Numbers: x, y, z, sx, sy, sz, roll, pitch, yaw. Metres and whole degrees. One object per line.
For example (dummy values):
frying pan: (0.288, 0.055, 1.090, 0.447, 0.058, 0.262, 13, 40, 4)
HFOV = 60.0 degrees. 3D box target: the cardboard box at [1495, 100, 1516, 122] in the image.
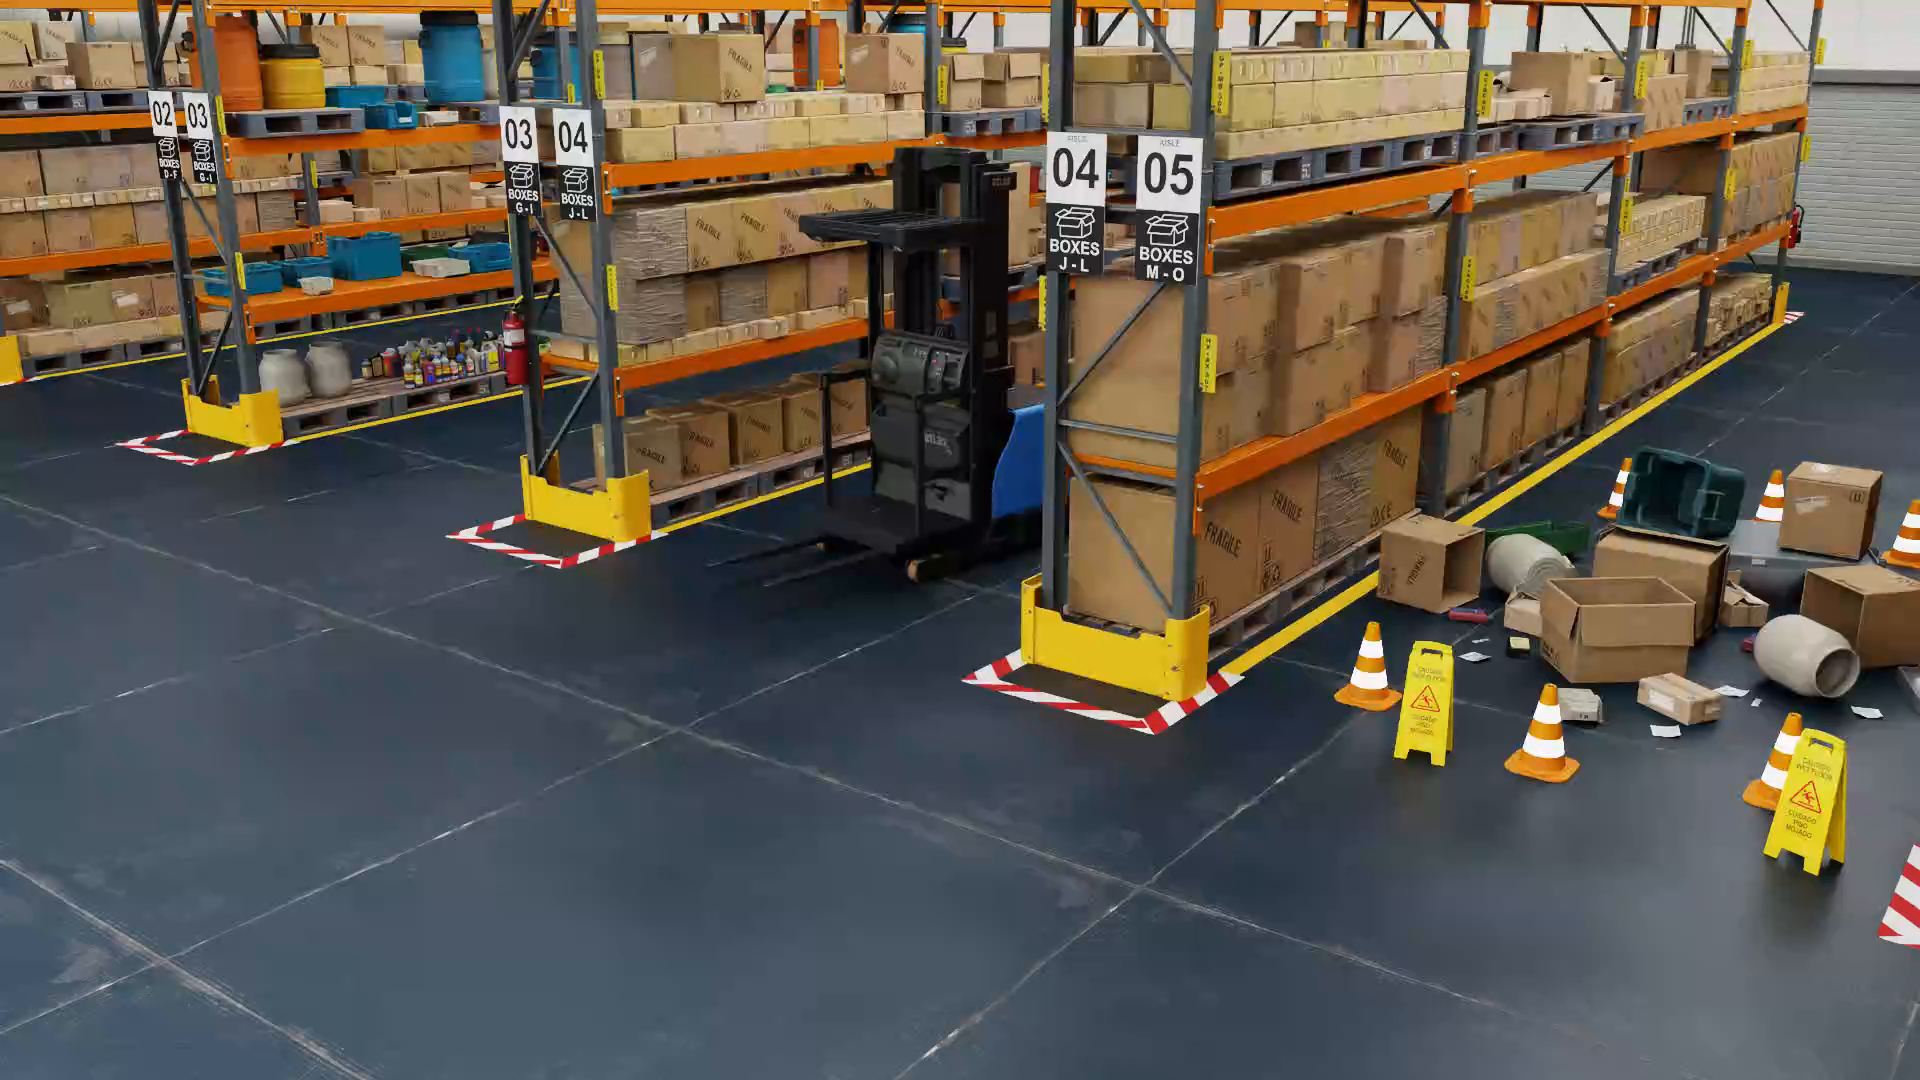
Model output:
cardboard box: (4.139, -3.347, 12.954, 0.250, 0.149, 0.380, 12, 21, 35)

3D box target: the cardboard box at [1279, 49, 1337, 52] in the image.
cardboard box: (2.379, -3.317, 11.511, 0.380, 0.149, 0.250, 12, 21, 34)

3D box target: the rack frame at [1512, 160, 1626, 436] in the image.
rack frame: (5.705, -2.536, 15.853, 1.000, 3.000, 0.127, 12, 21, 35)

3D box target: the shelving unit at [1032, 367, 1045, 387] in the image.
shelving unit: (0.829, -0.813, 13.338, 0.503, 1.200, 0.258, -16, 24, -42)

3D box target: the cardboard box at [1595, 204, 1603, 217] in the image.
cardboard box: (6.557, -3.468, 17.566, 0.380, 0.149, 0.250, 13, 22, 36)

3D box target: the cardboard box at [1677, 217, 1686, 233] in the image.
cardboard box: (7.544, -3.394, 17.830, 0.380, 0.149, 0.250, 12, 21, 33)

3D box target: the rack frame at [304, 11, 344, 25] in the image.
rack frame: (-10.152, -8.928, 26.319, 1.000, 3.000, 0.127, 12, 21, 35)

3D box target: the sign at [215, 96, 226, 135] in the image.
sign: (-6.523, -3.745, 14.673, 0.100, 0.325, 0.005, 12, 21, 35)

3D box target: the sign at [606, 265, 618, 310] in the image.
sign: (-2.549, -1.849, 12.180, 0.100, 0.325, 0.005, 12, 21, 35)

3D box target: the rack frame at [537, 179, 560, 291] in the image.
rack frame: (-6.172, -5.188, 24.393, 1.000, 3.000, 0.127, 12, 21, 35)

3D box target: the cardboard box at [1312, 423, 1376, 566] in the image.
cardboard box: (2.357, -0.416, 11.902, 0.875, 0.875, 0.875, 13, 21, 35)

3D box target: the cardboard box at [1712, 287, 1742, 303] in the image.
cardboard box: (9.412, -3.025, 20.523, 0.380, 0.149, 0.250, 13, 21, 35)

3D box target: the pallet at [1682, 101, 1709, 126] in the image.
pallet: (7.020, -4.456, 17.294, 1.213, 0.211, 1.003, 12, 21, 35)

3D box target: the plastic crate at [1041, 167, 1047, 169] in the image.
plastic crate: (1.375, -5.852, 26.711, 0.416, 0.233, 0.300, 12, 21, 35)

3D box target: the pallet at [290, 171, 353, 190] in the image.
pallet: (-10.491, -5.782, 26.630, 1.213, 0.211, 1.003, 12, 21, 35)

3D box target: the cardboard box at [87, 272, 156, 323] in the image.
cardboard box: (-9.856, -2.857, 19.551, 0.500, 0.500, 0.500, 12, 21, 35)

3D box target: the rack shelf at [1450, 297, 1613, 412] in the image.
rack shelf: (4.514, -1.716, 14.426, 1.077, 0.370, 4.000, 12, 21, 35)

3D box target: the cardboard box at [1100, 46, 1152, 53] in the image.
cardboard box: (1.699, -4.998, 17.711, 0.500, 0.500, 0.500, 13, 22, 36)

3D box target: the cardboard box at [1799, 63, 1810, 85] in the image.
cardboard box: (10.402, -5.887, 20.994, 0.500, 0.250, 0.500, 12, 21, 33)

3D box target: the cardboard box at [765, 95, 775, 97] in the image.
cardboard box: (-1.789, -3.695, 14.108, 0.380, 0.149, 0.250, 12, 21, 34)

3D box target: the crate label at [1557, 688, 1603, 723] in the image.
crate label: (3.519, 0.943, 9.475, 0.250, 0.136, 0.298, 2, 17, 6)

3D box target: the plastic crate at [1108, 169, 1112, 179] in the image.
plastic crate: (2.521, -6.150, 27.330, 0.616, 0.435, 0.499, 12, 21, 35)

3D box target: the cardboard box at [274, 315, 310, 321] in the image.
cardboard box: (-8.656, -2.974, 21.190, 0.500, 0.250, 0.500, 12, 21, 35)

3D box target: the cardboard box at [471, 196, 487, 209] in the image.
cardboard box: (-6.886, -4.754, 23.420, 0.380, 0.149, 0.250, 14, 22, 39)

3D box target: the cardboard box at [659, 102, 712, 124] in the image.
cardboard box: (-2.132, -3.286, 12.791, 0.380, 0.149, 0.250, 13, 22, 37)

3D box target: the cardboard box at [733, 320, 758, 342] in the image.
cardboard box: (-1.884, -1.736, 13.700, 0.380, 0.149, 0.250, 12, 21, 35)

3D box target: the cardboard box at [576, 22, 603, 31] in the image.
cardboard box: (-5.603, -7.370, 24.507, 0.500, 0.500, 0.500, 12, 21, 35)

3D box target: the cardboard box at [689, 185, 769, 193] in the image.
cardboard box: (-1.958, -2.730, 14.120, 0.500, 0.500, 0.500, 12, 21, 35)

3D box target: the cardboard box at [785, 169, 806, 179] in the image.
cardboard box: (-2.963, -6.384, 28.076, 0.500, 0.500, 0.500, 13, 21, 36)

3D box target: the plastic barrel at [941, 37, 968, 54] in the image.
plastic barrel: (-0.193, -6.734, 23.288, 0.600, 0.588, 0.600, 0, 17, 0)

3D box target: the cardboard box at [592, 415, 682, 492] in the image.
cardboard box: (-2.599, -0.684, 13.395, 0.500, 0.500, 0.500, -15, 23, -40)

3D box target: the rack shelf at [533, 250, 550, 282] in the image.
rack shelf: (-3.387, -3.492, 20.144, 1.077, 0.370, 4.000, 12, 21, 35)

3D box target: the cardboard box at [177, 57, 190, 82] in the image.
cardboard box: (-9.389, -5.691, 20.160, 0.500, 0.311, 0.500, 11, 20, 32)

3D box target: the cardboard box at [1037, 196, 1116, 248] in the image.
cardboard box: (1.240, -3.399, 17.754, 0.500, 0.500, 0.700, -16, 24, -42)

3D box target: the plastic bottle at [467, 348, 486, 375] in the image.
plastic bottle: (-5.138, -1.904, 17.667, 0.152, 0.276, 0.135, 13, 21, 36)

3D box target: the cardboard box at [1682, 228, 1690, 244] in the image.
cardboard box: (7.707, -3.319, 18.089, 0.380, 0.149, 0.250, 12, 21, 35)

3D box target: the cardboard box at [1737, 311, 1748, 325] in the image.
cardboard box: (9.610, -2.797, 20.792, 0.380, 0.149, 0.250, 13, 21, 36)

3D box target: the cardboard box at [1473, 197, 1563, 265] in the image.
cardboard box: (4.825, -2.713, 14.568, 0.700, 0.500, 0.500, 12, 21, 34)

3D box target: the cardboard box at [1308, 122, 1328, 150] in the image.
cardboard box: (2.002, -2.457, 10.088, 0.380, 0.149, 0.250, 13, 21, 35)

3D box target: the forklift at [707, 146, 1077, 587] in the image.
forklift: (-0.441, -1.269, 11.889, 3.031, 2.935, 1.130, -16, 24, -42)

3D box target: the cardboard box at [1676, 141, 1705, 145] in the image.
cardboard box: (8.455, -4.440, 19.627, 0.500, 0.500, 0.500, 12, 21, 33)

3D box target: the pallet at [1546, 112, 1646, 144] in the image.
pallet: (5.364, -3.716, 14.912, 1.213, 0.211, 1.003, 14, 22, 37)

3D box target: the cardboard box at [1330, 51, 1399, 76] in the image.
cardboard box: (2.607, -3.081, 10.753, 0.380, 0.149, 0.250, 12, 21, 34)

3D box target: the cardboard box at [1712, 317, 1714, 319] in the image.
cardboard box: (8.640, -2.576, 19.578, 0.380, 0.149, 0.250, 13, 21, 35)

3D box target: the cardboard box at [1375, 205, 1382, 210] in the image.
cardboard box: (5.690, -4.715, 23.293, 0.380, 0.149, 0.250, 13, 21, 36)

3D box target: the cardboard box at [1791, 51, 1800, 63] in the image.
cardboard box: (10.301, -6.055, 20.865, 0.380, 0.149, 0.250, 13, 21, 35)

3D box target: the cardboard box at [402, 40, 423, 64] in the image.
cardboard box: (-9.296, -8.144, 27.941, 0.700, 0.500, 0.500, 14, 22, 37)

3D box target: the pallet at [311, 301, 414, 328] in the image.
pallet: (-8.147, -3.086, 22.325, 1.003, 0.211, 1.213, 12, 21, 35)

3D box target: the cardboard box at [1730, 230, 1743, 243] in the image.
cardboard box: (9.101, -3.638, 19.825, 0.380, 0.149, 0.250, 13, 21, 36)

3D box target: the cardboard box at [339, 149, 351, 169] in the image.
cardboard box: (-10.082, -6.421, 27.659, 0.500, 0.500, 0.500, 13, 21, 35)

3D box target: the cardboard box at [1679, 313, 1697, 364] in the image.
cardboard box: (7.850, -2.275, 18.518, 0.500, 0.500, 0.500, 12, 21, 34)

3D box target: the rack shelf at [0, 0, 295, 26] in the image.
rack shelf: (-9.747, -6.089, 19.067, 1.077, 0.370, 4.000, 12, 21, 35)

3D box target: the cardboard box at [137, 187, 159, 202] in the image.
cardboard box: (-9.615, -4.062, 19.503, 0.380, 0.149, 0.250, 13, 21, 35)

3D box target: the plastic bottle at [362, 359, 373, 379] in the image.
plastic bottle: (-6.220, -1.795, 17.443, 0.097, 0.201, 0.097, 0, 17, 0)
